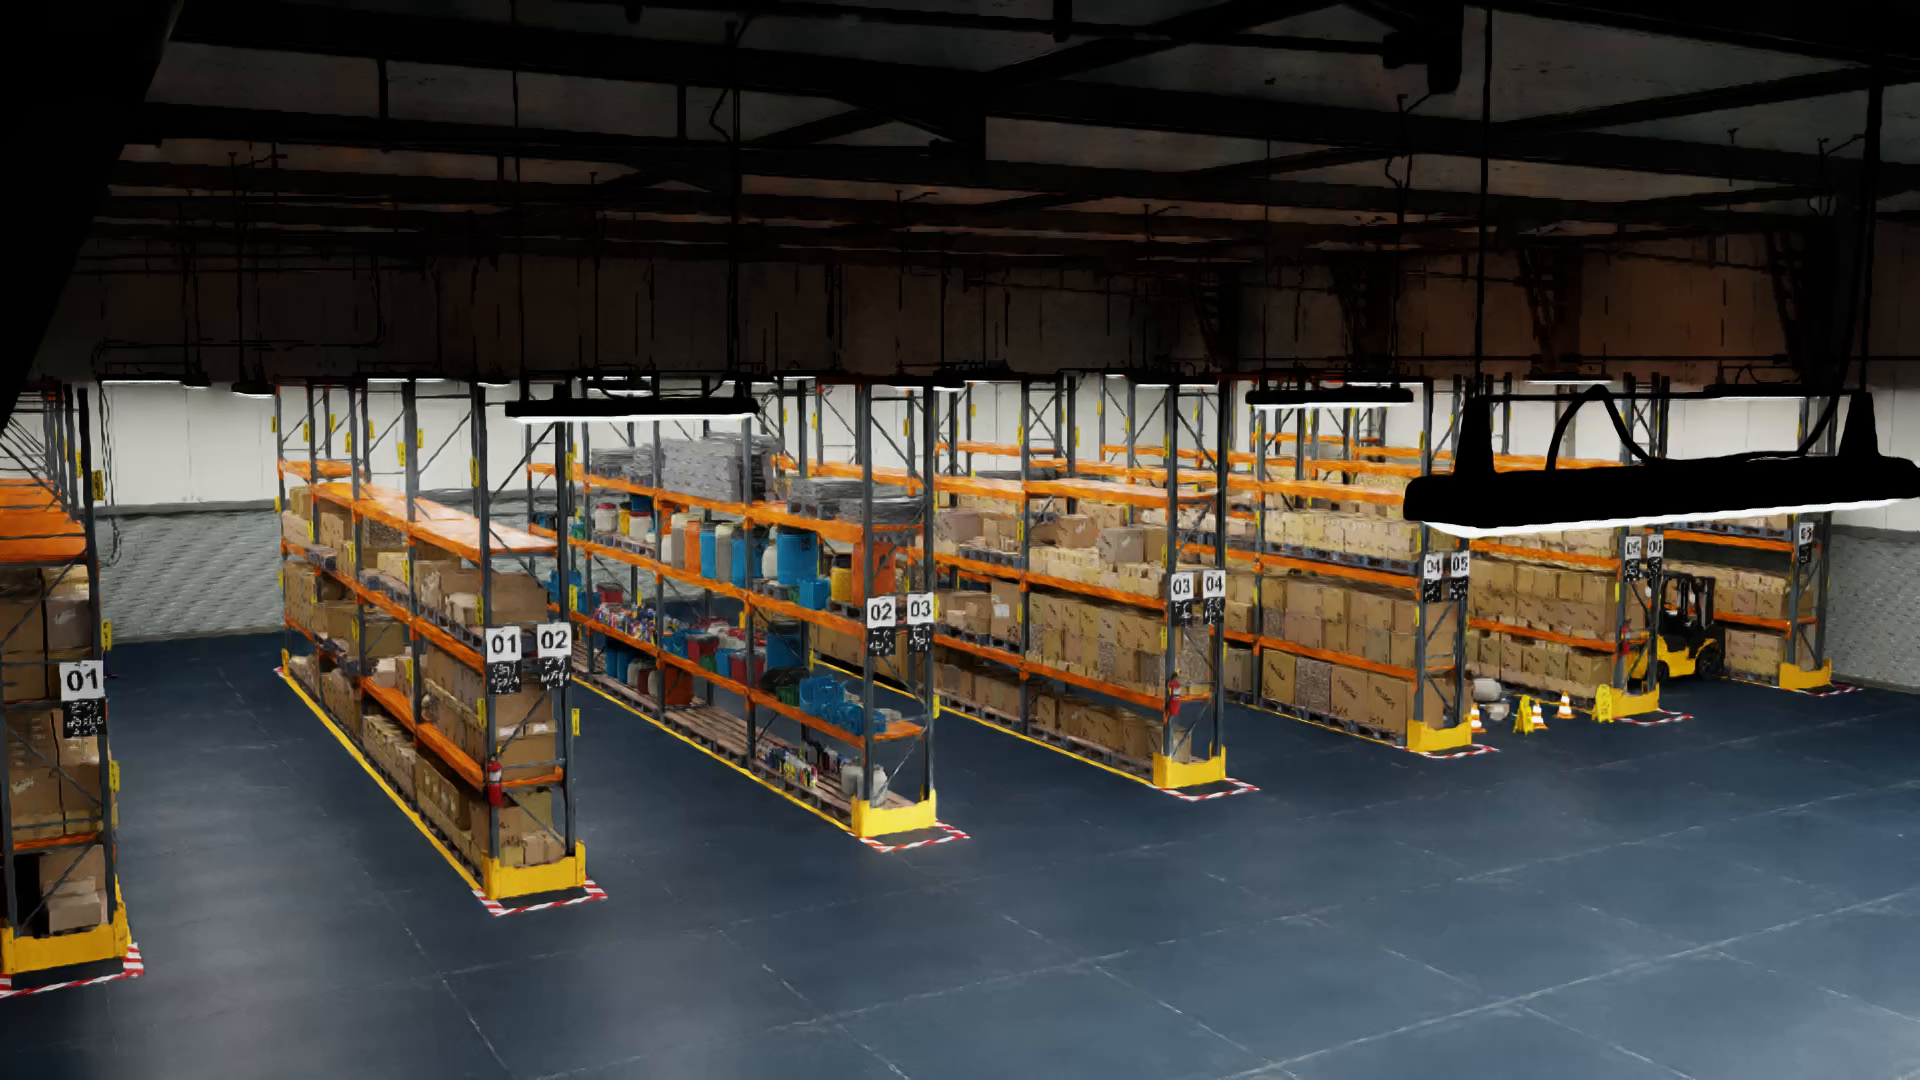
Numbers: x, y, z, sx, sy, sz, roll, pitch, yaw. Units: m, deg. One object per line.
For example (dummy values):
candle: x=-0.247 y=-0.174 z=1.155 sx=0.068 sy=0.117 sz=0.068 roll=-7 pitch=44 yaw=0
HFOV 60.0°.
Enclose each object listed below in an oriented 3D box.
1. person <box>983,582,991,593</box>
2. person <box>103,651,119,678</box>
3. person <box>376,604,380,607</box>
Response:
person: x=0.836 y=0.682 z=43.952 sx=0.629 sy=1.715 sz=0.538 roll=4 pitch=7 yaw=33
person: x=-16.957 y=1.951 z=32.578 sx=0.529 sy=1.631 sz=0.721 roll=0 pitch=6 yaw=4
person: x=-13.557 y=1.291 z=38.044 sx=0.514 sy=1.774 sz=0.742 roll=2 pitch=7 yaw=18
